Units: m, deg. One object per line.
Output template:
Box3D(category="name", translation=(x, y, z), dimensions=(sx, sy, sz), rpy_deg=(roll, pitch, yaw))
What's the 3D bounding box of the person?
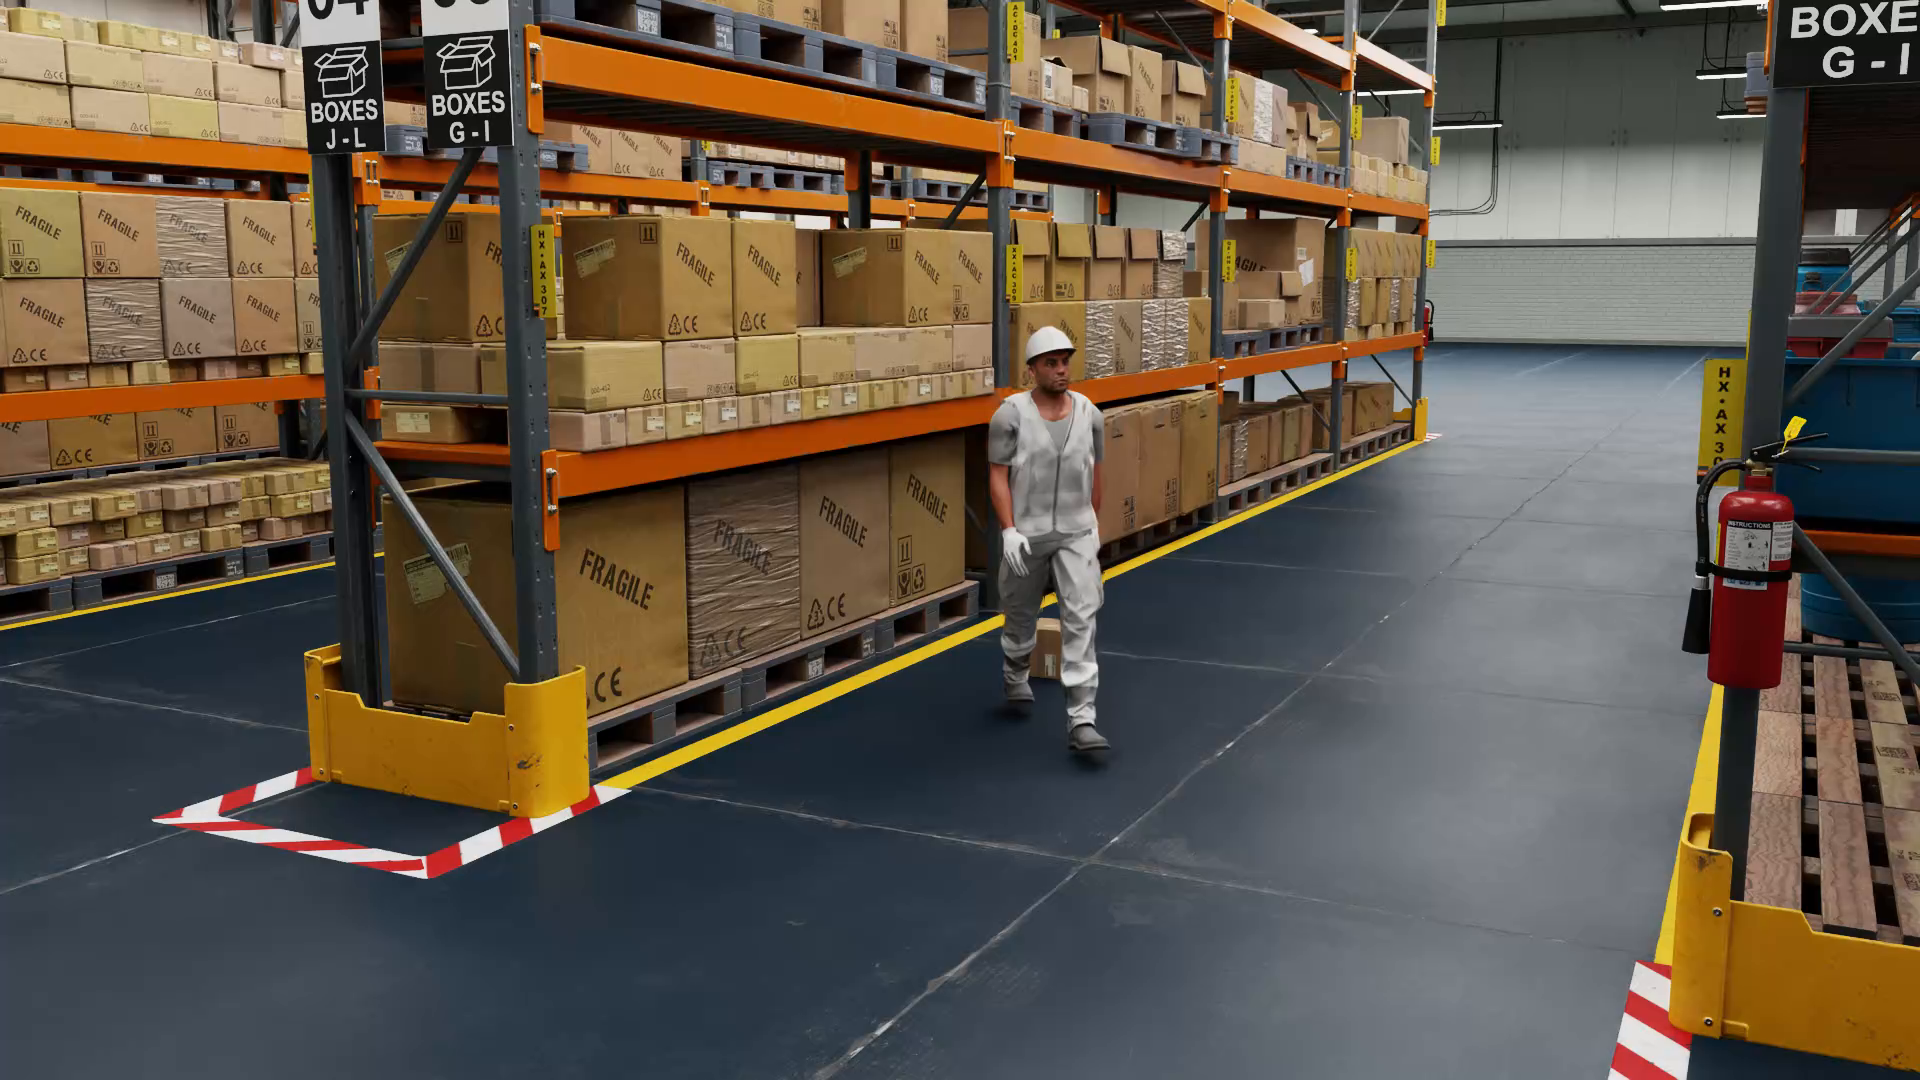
Box3D(category="person", translation=(0.374, -0.027, 7.025), dimensions=(0.520, 1.737, 1.087), rpy_deg=(-1, 9, -8))
